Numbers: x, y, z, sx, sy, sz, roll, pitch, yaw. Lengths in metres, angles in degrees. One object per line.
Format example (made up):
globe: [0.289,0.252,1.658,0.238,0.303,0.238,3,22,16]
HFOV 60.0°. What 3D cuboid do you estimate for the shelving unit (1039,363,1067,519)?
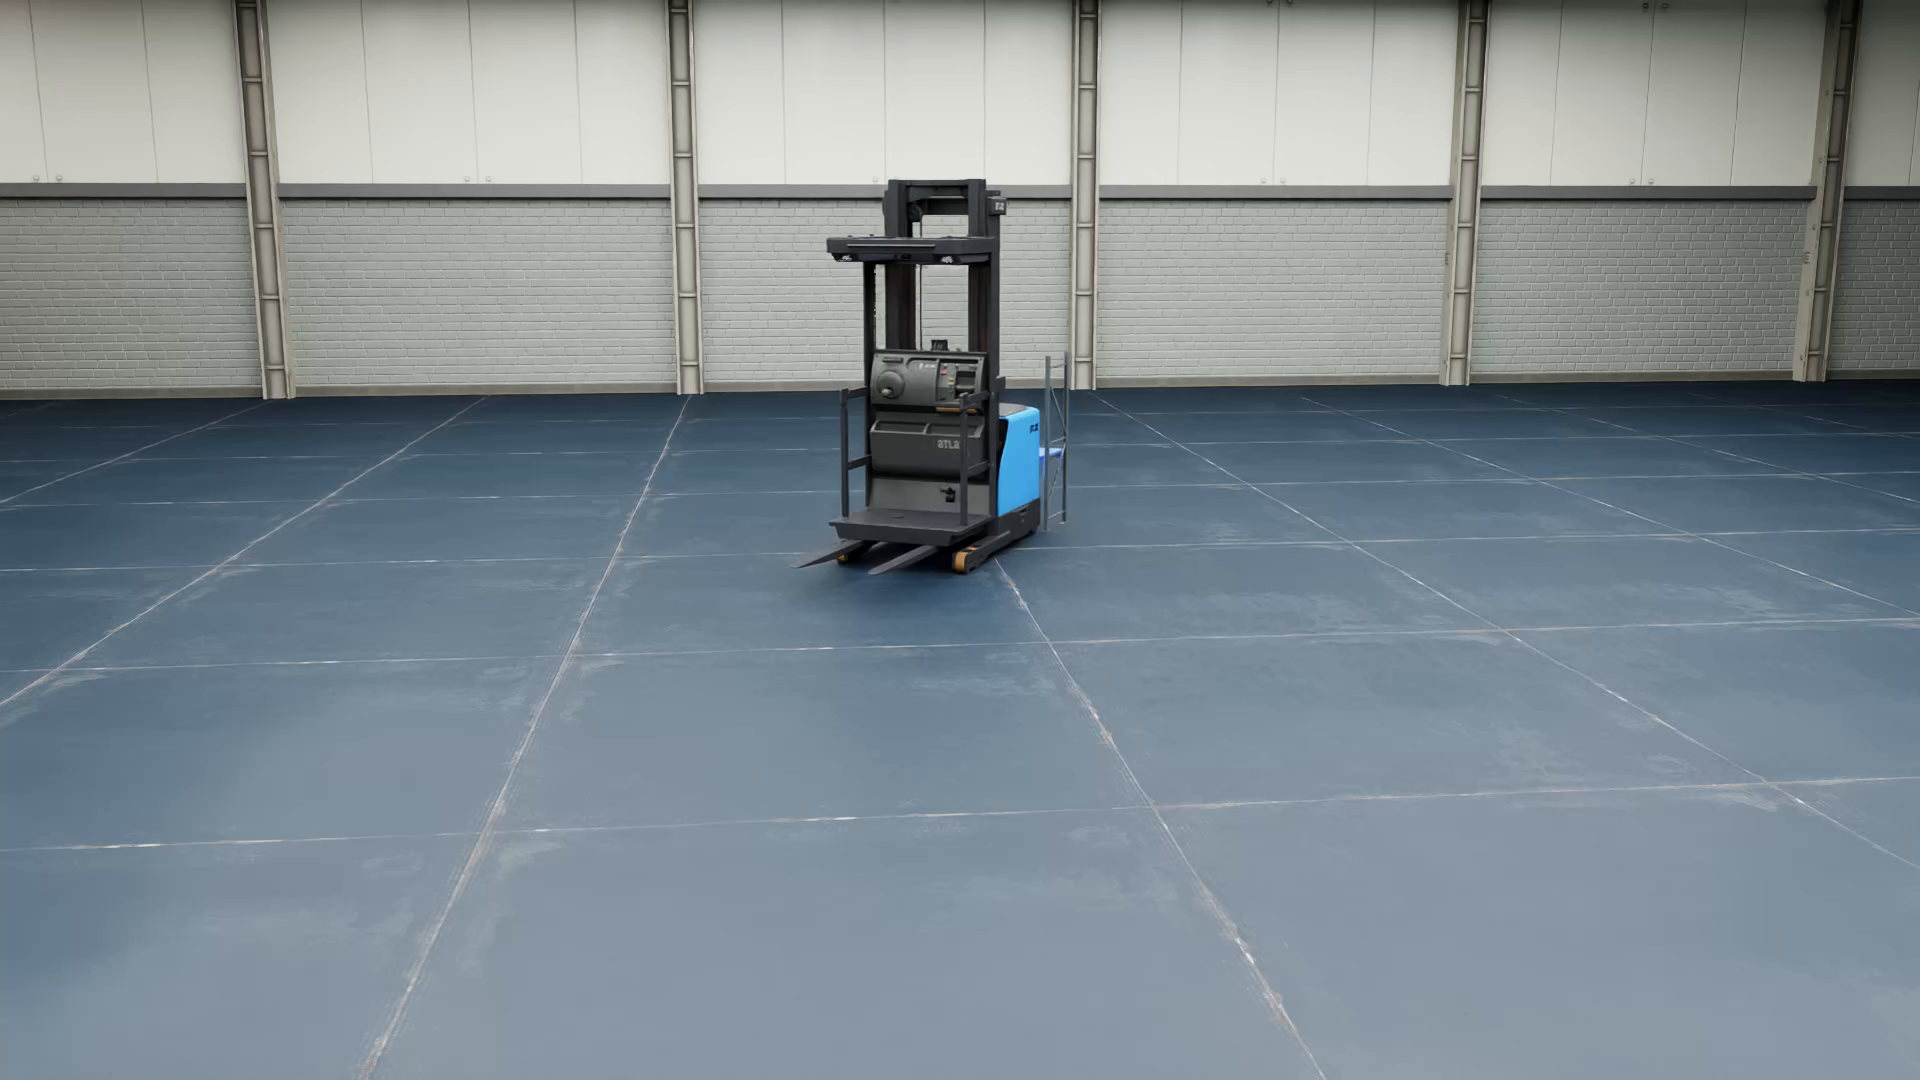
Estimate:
shelving unit: [0.384,-0.888,14.495,0.991,1.308,0.475,5,12,23]

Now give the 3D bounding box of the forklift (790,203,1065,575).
forklift: [-6.886,-0.810,8.664,10.237,3.598,16.613,4,12,21]

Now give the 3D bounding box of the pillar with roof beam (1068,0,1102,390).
pillar with roof beam: [2.354,-5.940,20.753,0.400,9.000,9.100,-1,11,-6]

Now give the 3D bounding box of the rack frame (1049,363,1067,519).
rack frame: [0.832,-0.850,14.302,0.013,1.308,0.475,5,12,23]

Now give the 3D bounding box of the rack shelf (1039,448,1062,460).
rack shelf: [0.365,-0.760,14.526,0.952,0.062,0.459,5,12,23]
